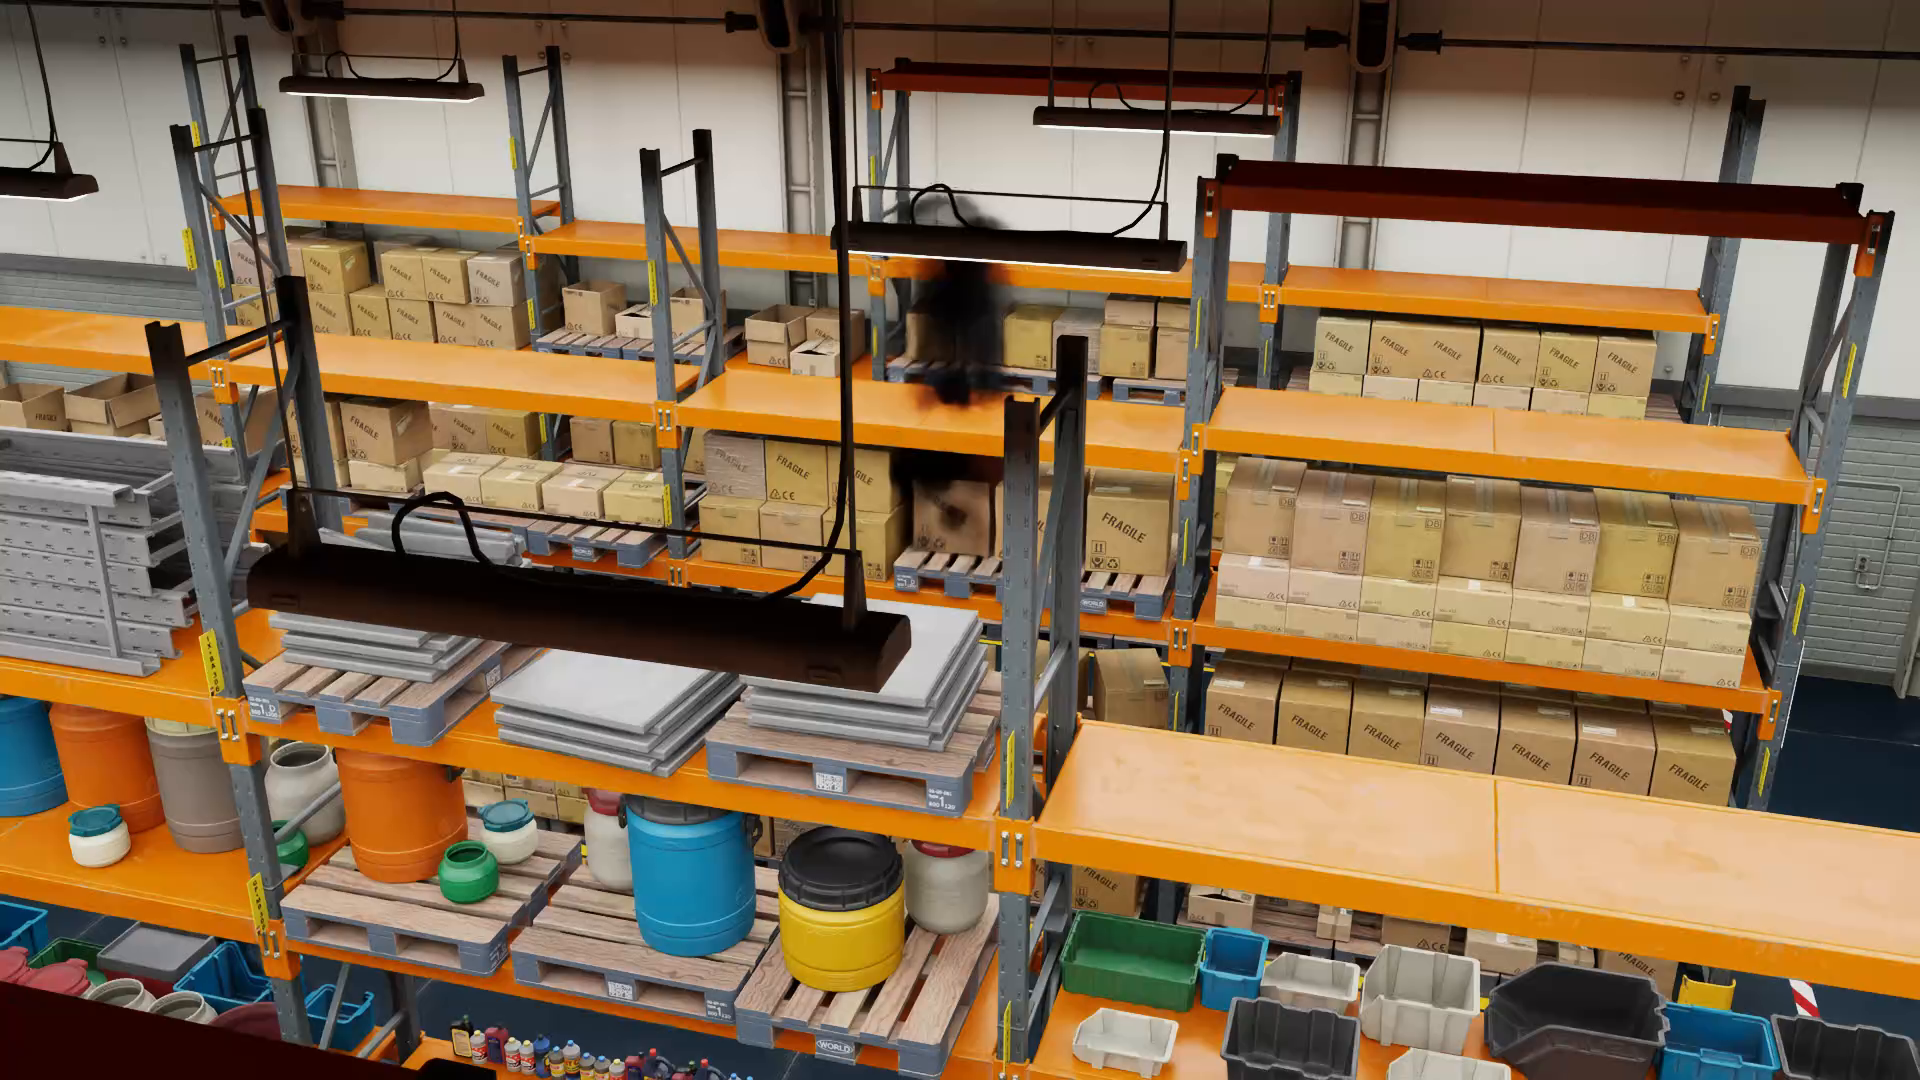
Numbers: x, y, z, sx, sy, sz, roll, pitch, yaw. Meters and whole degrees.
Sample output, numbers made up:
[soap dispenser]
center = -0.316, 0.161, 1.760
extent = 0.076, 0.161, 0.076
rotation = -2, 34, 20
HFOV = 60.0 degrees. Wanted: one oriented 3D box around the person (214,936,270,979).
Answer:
[person]
center = -5.290, 2.758, 12.104
extent = 0.908, 1.596, 0.537
rotation = 9, 24, 21
